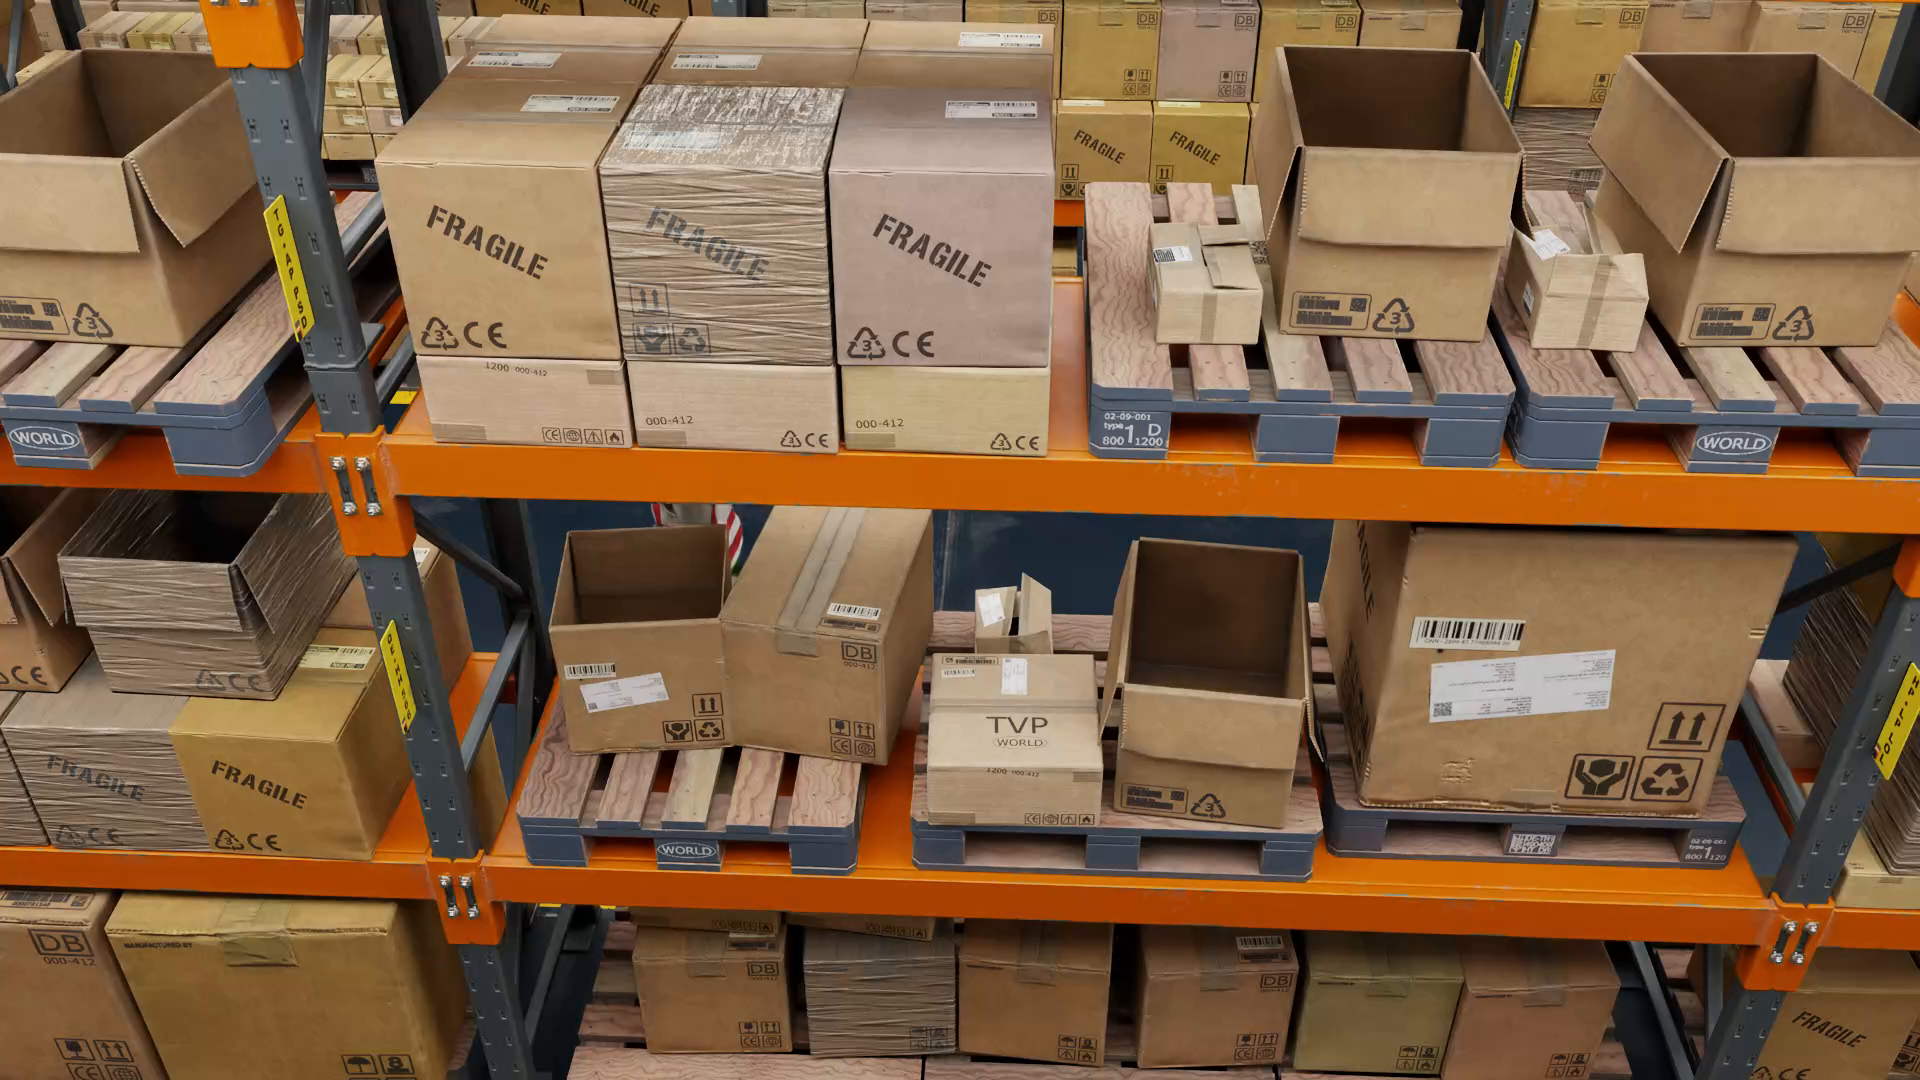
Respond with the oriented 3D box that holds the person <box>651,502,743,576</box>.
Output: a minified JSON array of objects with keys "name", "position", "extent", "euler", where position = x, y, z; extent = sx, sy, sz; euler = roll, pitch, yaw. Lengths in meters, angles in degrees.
[{"name":"person","position":[-1.134,0.097,6.973],"extent":[0.683,1.834,0.540],"euler":[6,36,9]}]
